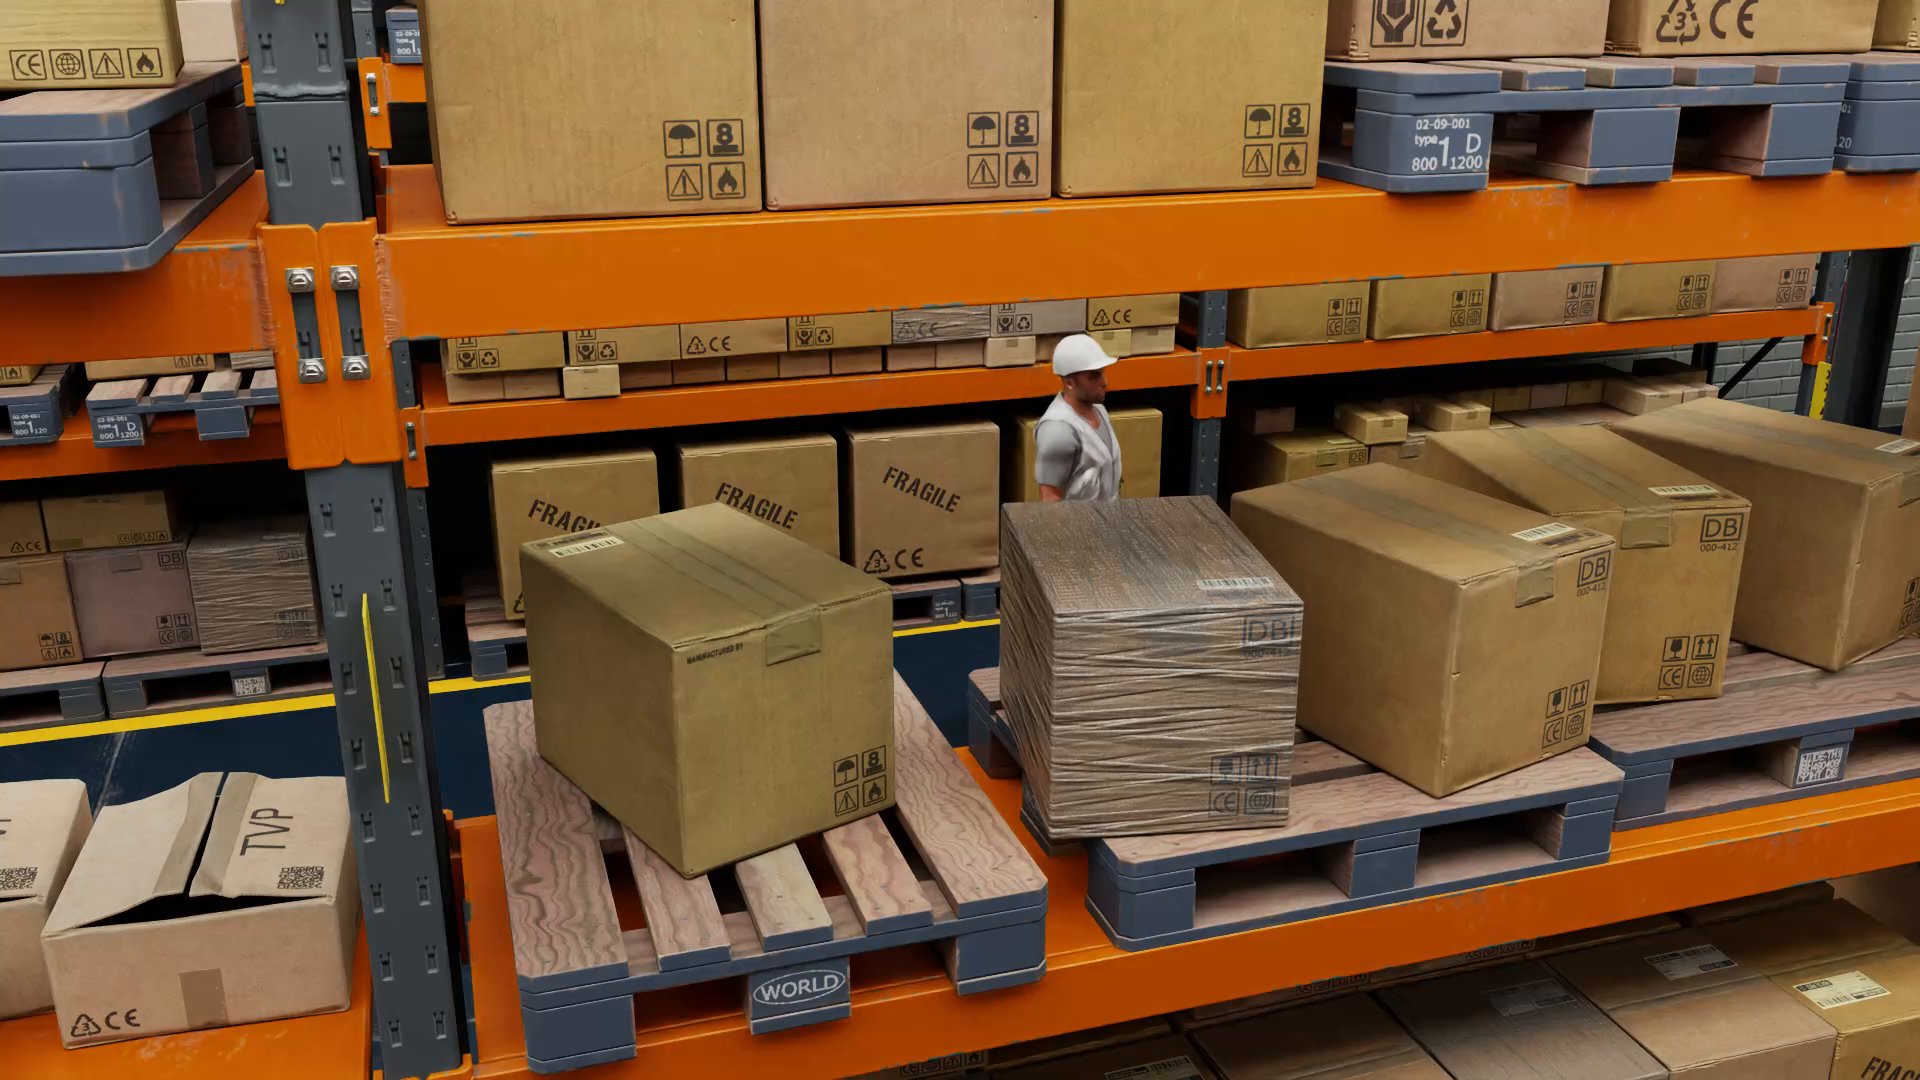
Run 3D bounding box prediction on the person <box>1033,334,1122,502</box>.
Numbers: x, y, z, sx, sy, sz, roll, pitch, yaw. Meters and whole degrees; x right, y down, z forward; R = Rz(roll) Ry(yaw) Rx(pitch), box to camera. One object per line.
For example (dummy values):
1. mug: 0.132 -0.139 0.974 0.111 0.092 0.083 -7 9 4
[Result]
1. person: 0.461 0.018 6.944 0.606 1.796 0.575 8 21 22
